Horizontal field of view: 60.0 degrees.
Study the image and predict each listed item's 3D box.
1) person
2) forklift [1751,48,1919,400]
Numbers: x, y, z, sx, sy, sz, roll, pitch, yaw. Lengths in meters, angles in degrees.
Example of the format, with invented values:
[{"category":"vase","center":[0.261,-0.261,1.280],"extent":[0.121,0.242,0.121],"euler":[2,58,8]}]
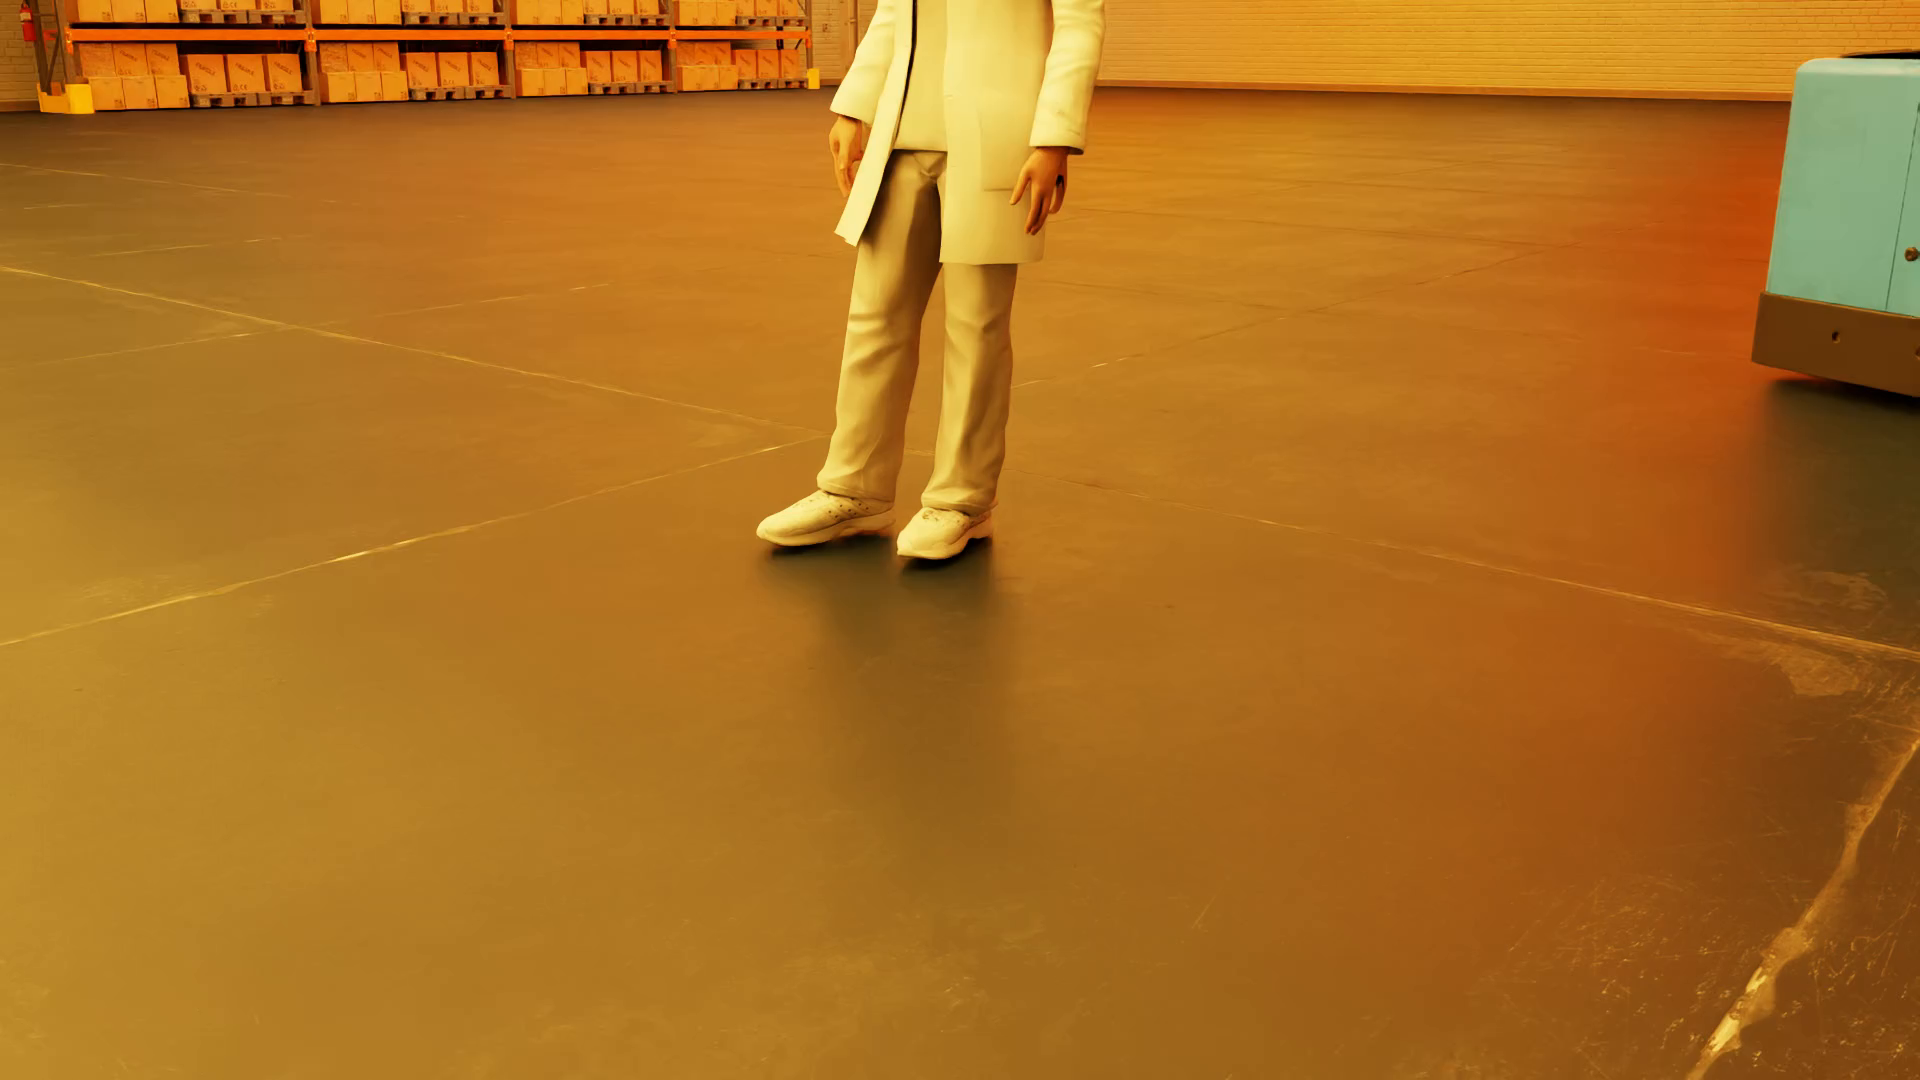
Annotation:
[{"category":"person","center":[-0.061,-0.838,3.616],"extent":[0.698,1.778,0.578],"euler":[13,21,37]},{"category":"forklift","center":[4.280,-1.996,5.470],"extent":[3.031,2.935,1.130],"euler":[-7,18,-23]}]
